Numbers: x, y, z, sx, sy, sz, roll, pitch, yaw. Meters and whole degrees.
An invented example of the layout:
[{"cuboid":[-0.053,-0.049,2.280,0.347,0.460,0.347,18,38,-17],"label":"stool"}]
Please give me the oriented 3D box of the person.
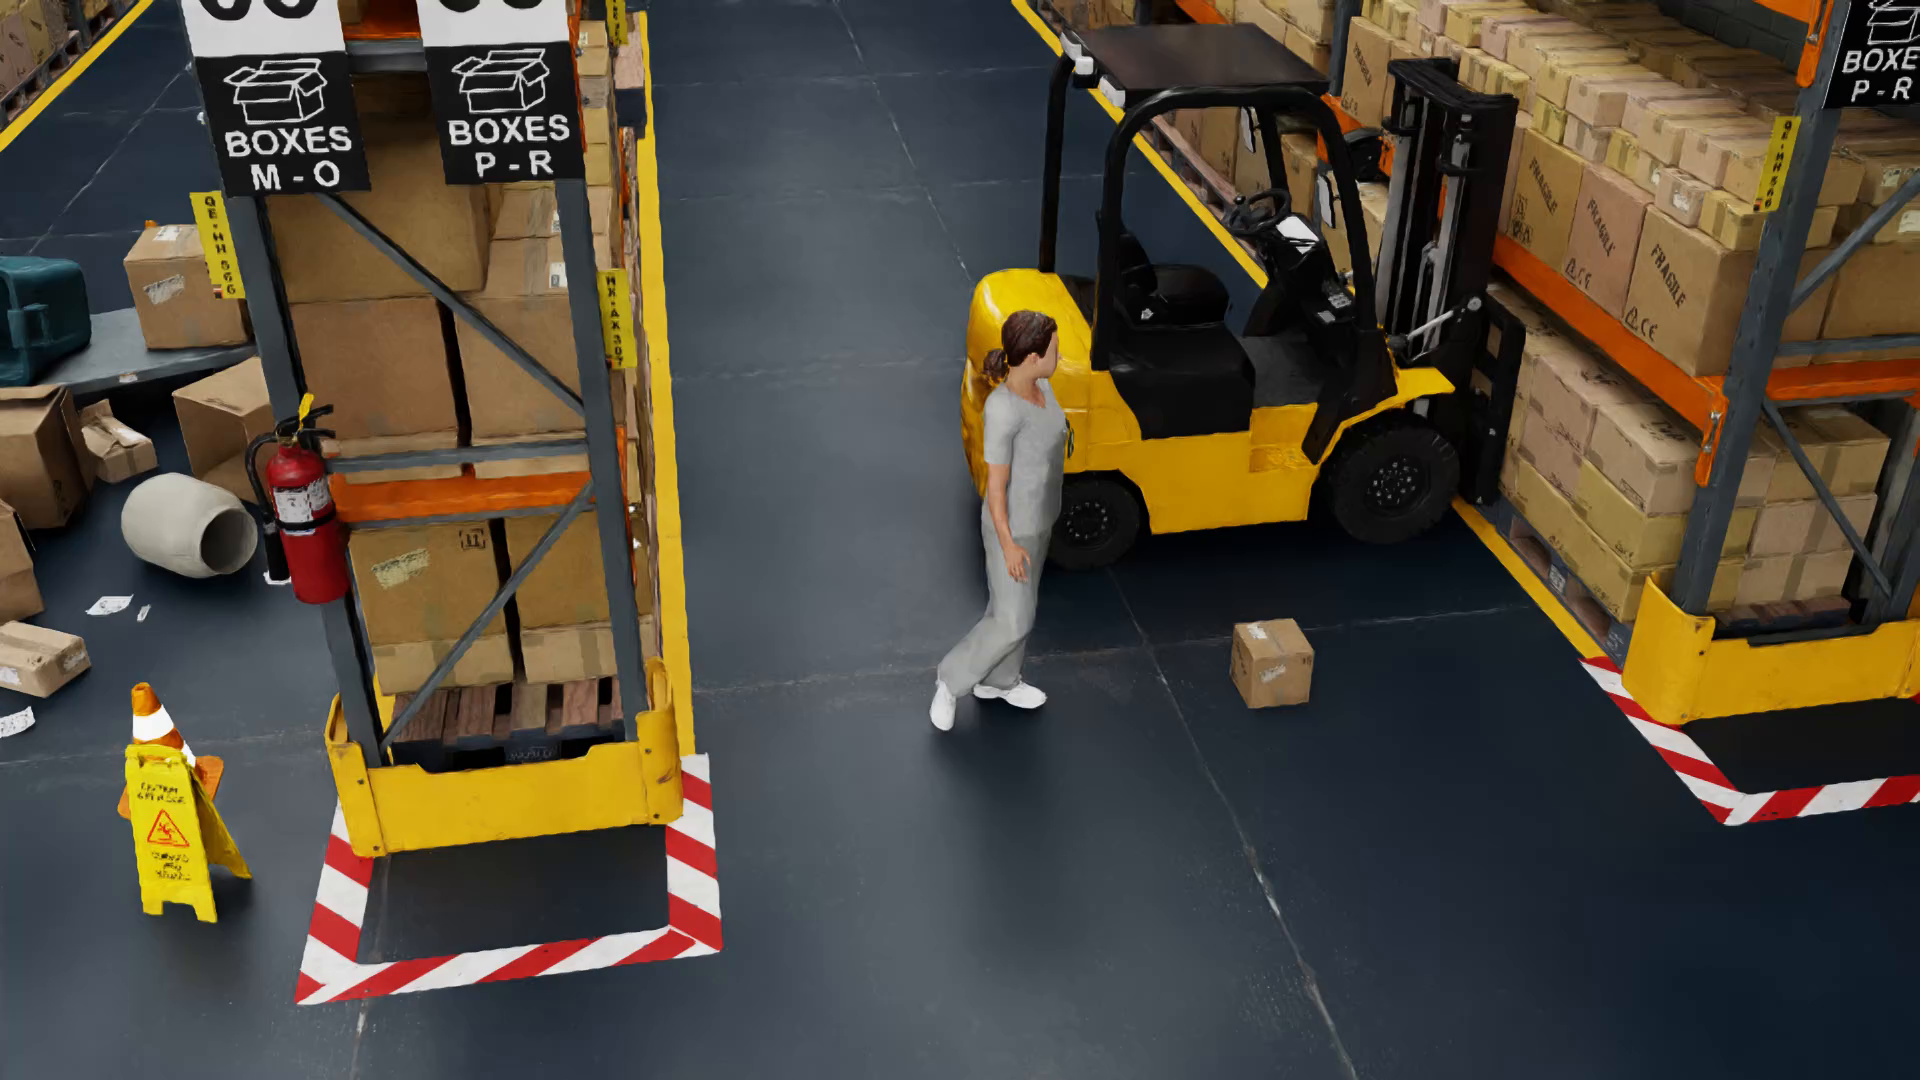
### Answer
[{"cuboid":[0.177,-0.106,6.215,0.421,1.602,0.521,15,34,23],"label":"person"}]
